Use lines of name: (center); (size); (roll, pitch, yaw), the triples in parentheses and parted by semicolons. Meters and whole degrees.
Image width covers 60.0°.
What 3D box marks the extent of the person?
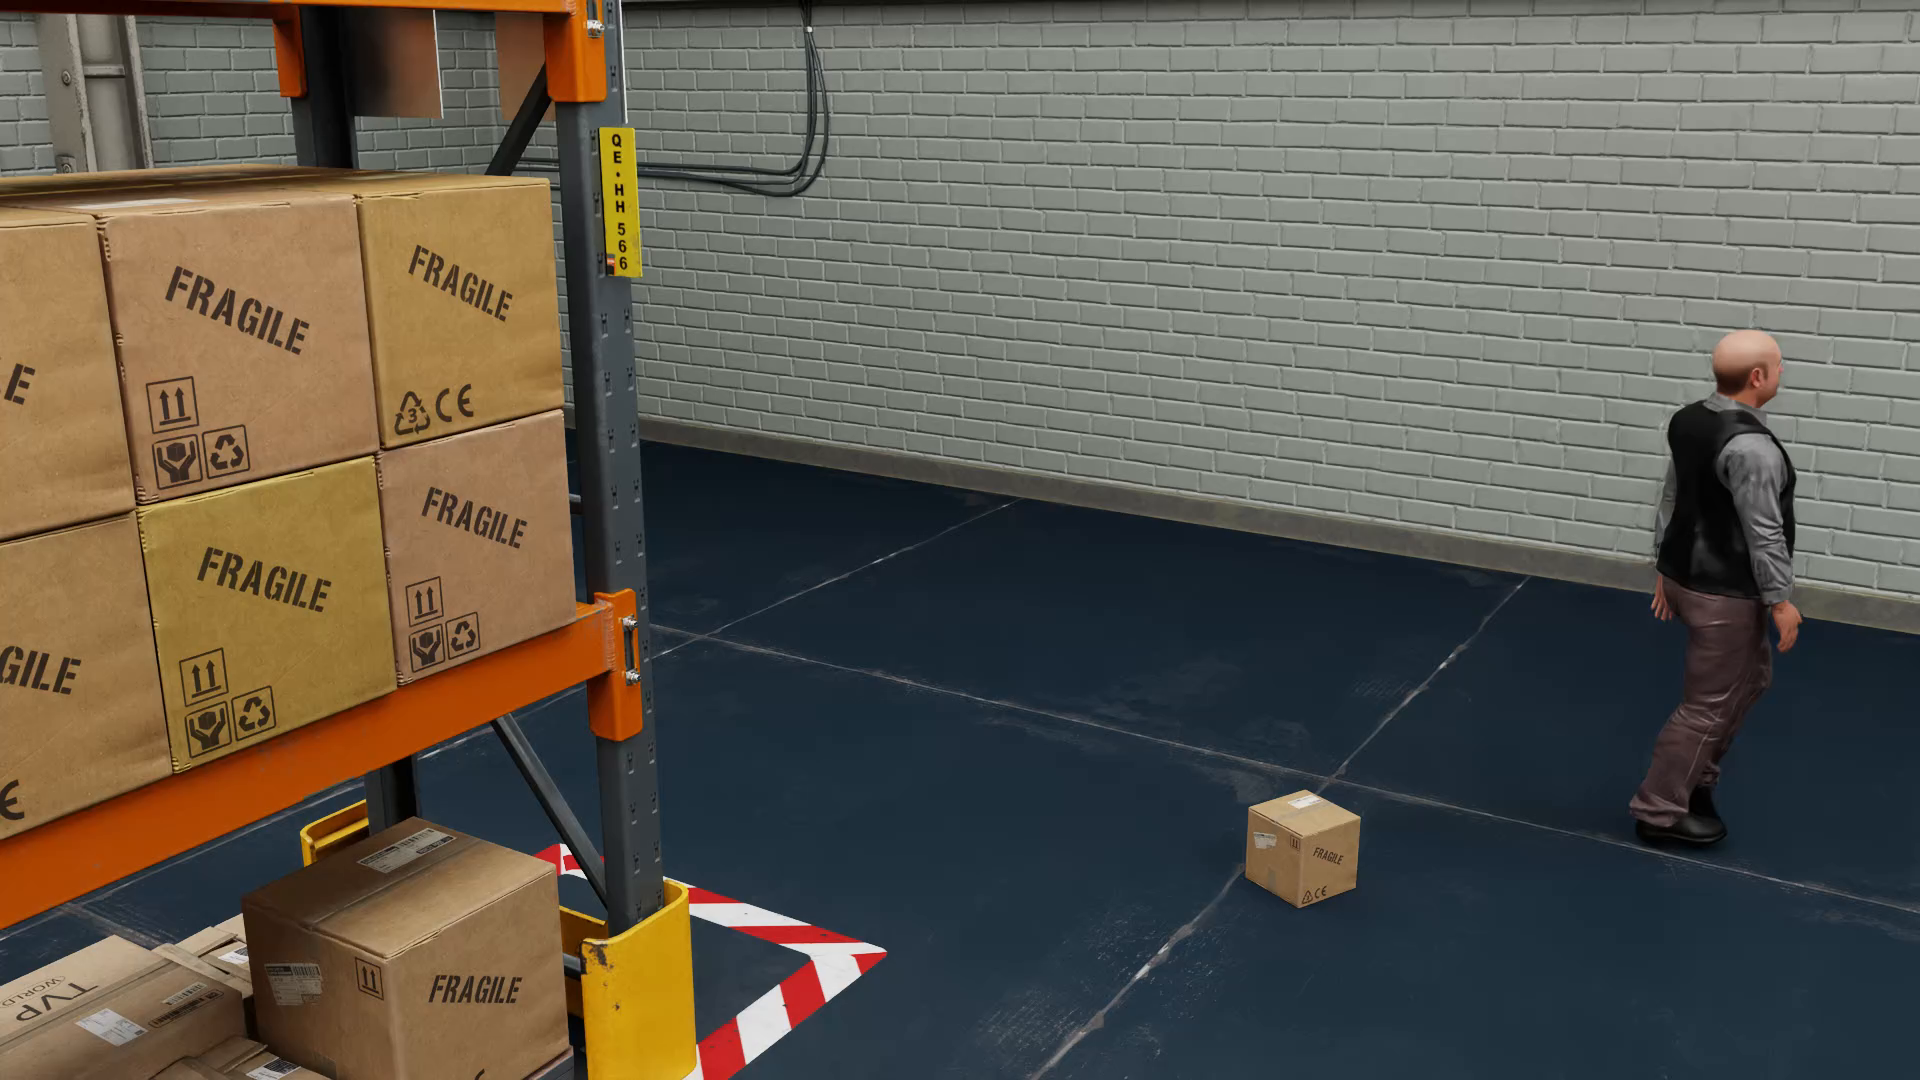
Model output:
person: (2.501, 0.206, 5.407); (0.498, 1.786, 0.539); (0, 16, 1)
